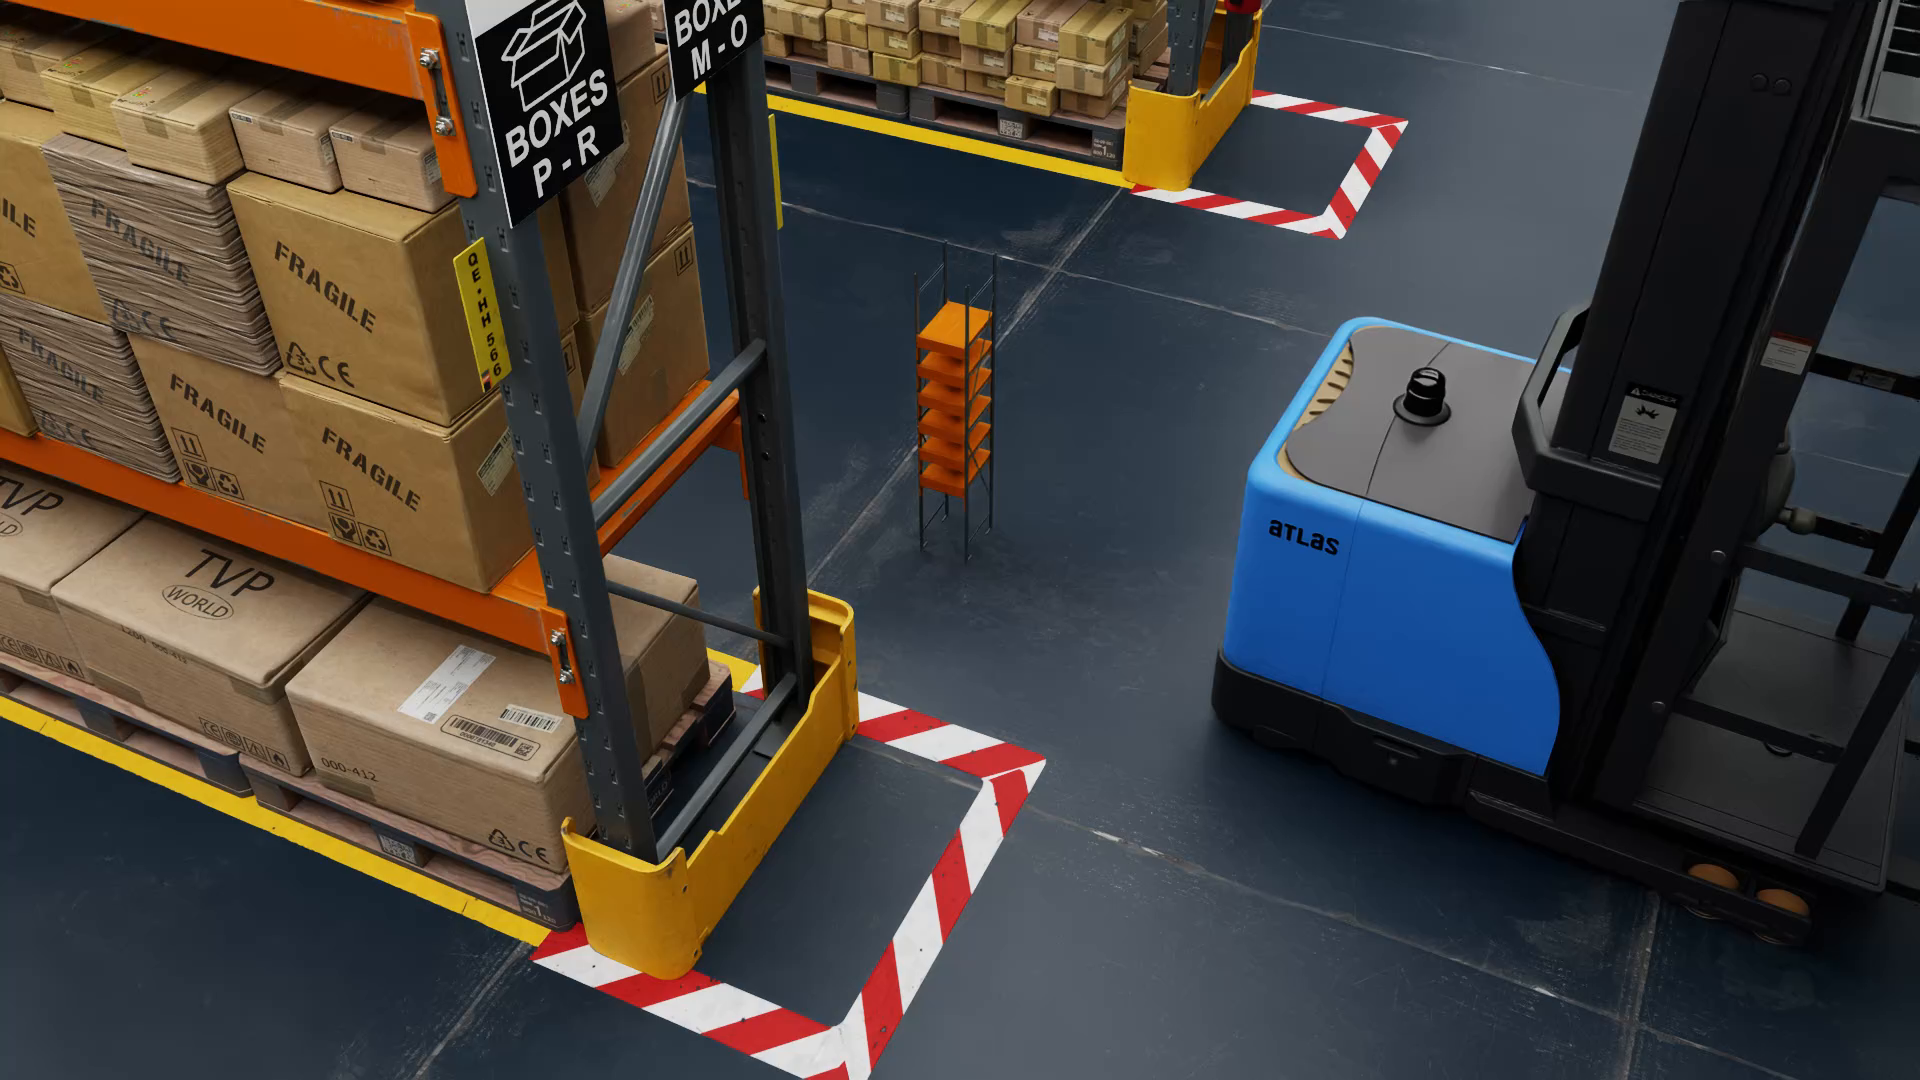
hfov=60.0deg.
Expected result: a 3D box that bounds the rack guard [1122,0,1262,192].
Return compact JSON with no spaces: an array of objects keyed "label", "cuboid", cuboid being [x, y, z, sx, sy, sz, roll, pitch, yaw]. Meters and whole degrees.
[{"label":"rack guard","cuboid":[1.195,-2.295,8.516,0.348,0.500,1.175,17,44,19]}]

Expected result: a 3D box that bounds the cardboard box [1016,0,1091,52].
[{"label":"cardboard box","cuboid":[0.473,-2.624,8.389,0.250,0.149,0.380,18,44,19]}]

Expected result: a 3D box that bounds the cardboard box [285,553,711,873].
[{"label":"cardboard box","cuboid":[-1.378,0.434,5.095,0.875,0.438,0.875,16,43,17]}]

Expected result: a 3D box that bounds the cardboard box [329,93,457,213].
[{"label":"cardboard box","cuboid":[-1.147,-0.893,3.656,0.250,0.149,0.380,18,44,19]}]

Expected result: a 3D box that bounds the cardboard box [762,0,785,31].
[{"label":"cardboard box","cuboid":[-0.980,-2.892,8.926,0.250,0.149,0.380,17,44,18]}]

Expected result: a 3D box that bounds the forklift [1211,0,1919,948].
[{"label":"forklift","cuboid":[2.379,-0.323,4.384,3.031,2.935,1.130,19,44,21]}]

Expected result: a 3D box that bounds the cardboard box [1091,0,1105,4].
[{"label":"cardboard box","cuboid":[0.632,-2.876,8.680,0.250,0.149,0.380,18,44,19]}]

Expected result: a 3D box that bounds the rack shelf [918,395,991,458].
[{"label":"rack shelf","cuboid":[-0.013,-0.424,5.891,0.180,0.103,0.258,17,44,19]}]

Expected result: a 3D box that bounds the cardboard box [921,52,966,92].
[{"label":"cardboard box","cuboid":[-0.010,-2.518,8.720,0.250,0.149,0.380,17,44,19]}]

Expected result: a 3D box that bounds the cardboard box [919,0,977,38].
[{"label":"cardboard box","cuboid":[-0.023,-2.730,8.511,0.250,0.149,0.380,15,43,17]}]

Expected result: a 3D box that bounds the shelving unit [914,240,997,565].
[{"label":"shelving unit","cuboid":[-0.013,-0.457,5.862,0.189,1.200,0.258,17,44,19]}]

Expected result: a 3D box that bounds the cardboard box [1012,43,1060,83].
[{"label":"cardboard box","cuboid":[0.451,-2.493,8.465,0.250,0.149,0.380,16,43,18]}]

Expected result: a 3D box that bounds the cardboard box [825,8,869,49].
[{"label":"cardboard box","cuboid":[-0.506,-2.749,8.761,0.250,0.149,0.380,19,44,21]}]

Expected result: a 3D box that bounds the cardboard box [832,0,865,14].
[{"label":"cardboard box","cuboid":[-0.482,-2.910,8.719,0.250,0.149,0.380,16,43,17]}]

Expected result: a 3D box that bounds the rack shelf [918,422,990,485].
[{"label":"rack shelf","cuboid":[-0.013,-0.333,5.969,0.180,0.103,0.258,17,44,19]}]

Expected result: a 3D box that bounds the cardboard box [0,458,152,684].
[{"label":"cardboard box","cuboid":[-3.027,-0.065,5.671,0.875,0.438,0.875,16,43,17]}]

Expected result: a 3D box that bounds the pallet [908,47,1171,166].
[{"label":"pallet","cuboid":[0.474,-2.432,8.894,1.213,0.211,1.003,17,44,19]}]

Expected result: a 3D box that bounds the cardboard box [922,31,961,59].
[{"label":"cardboard box","cuboid":[-0.007,-2.667,8.666,0.250,0.149,0.380,16,44,18]}]

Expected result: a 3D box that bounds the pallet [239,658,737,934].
[{"label":"pallet","cuboid":[-1.495,0.627,5.366,1.213,0.211,1.003,17,44,19]}]

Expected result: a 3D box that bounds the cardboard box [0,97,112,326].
[{"label":"cardboard box","cuboid":[-2.208,-0.926,4.189,0.500,0.500,0.500,17,44,18]}]

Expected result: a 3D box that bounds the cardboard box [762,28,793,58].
[{"label":"cardboard box","cuboid":[-0.974,-2.781,9.024,0.250,0.149,0.380,16,43,17]}]

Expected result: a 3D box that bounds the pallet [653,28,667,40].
[{"label":"pallet","cuboid":[-1.738,-3.107,9.674,1.213,0.211,1.003,17,44,19]}]

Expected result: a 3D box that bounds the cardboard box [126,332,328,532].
[{"label":"cardboard box","cuboid":[-1.735,-0.414,4.361,0.500,0.500,0.500,16,43,18]}]

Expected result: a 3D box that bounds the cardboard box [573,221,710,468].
[{"label":"cardboard box","cuboid":[-1.051,-0.593,4.568,0.500,0.500,0.500,17,44,18]}]

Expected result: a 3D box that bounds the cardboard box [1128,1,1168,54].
[{"label":"cardboard box","cuboid":[0.898,-2.709,8.715,0.250,0.149,0.380,19,44,20]}]

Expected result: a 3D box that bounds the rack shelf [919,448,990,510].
[{"label":"rack shelf","cuboid":[-0.013,-0.242,6.048,0.180,0.103,0.258,17,44,19]}]

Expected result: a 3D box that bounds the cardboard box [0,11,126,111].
[{"label":"cardboard box","cuboid":[-2.075,-1.180,3.986,0.250,0.149,0.380,17,44,18]}]

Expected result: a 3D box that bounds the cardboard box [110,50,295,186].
[{"label":"cardboard box","cuboid":[-1.657,-0.971,3.745,0.250,0.149,0.380,17,44,18]}]

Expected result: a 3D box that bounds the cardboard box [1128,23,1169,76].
[{"label":"cardboard box","cuboid":[0.924,-2.635,8.856,0.250,0.149,0.380,18,44,19]}]

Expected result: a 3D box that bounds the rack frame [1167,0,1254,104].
[{"label":"rack frame","cuboid":[1.264,-3.218,7.673,0.127,3.000,1.000,17,44,19]}]

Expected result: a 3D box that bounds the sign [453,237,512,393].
[{"label":"sign","cuboid":[-0.980,-0.461,3.427,0.005,0.325,0.100,17,44,19]}]

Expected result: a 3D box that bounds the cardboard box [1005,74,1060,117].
[{"label":"cardboard box","cuboid":[0.423,-2.333,8.507,0.250,0.149,0.380,18,44,20]}]

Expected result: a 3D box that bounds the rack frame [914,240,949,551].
[{"label":"rack frame","cuboid":[-0.096,-0.483,5.891,0.006,1.200,0.240,17,44,19]}]

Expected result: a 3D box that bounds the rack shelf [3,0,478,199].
[{"label":"rack shelf","cuboid":[-2.550,-1.668,4.143,4.000,0.370,1.077,17,44,19]}]

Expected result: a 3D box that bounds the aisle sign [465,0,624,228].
[{"label":"aisle sign","cuboid":[-0.803,-1.031,3.164,0.004,0.787,0.394,17,44,19]}]

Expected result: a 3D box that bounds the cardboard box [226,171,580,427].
[{"label":"cardboard box","cuboid":[-1.275,-0.660,3.881,0.500,0.500,0.500,18,44,20]}]

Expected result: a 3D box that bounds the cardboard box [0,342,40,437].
[{"label":"cardboard box","cuboid":[-2.679,-0.686,4.675,0.500,0.500,0.500,18,44,20]}]

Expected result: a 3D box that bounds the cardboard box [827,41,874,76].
[{"label":"cardboard box","cuboid":[-0.506,-2.639,8.860,0.250,0.149,0.380,18,44,19]}]
